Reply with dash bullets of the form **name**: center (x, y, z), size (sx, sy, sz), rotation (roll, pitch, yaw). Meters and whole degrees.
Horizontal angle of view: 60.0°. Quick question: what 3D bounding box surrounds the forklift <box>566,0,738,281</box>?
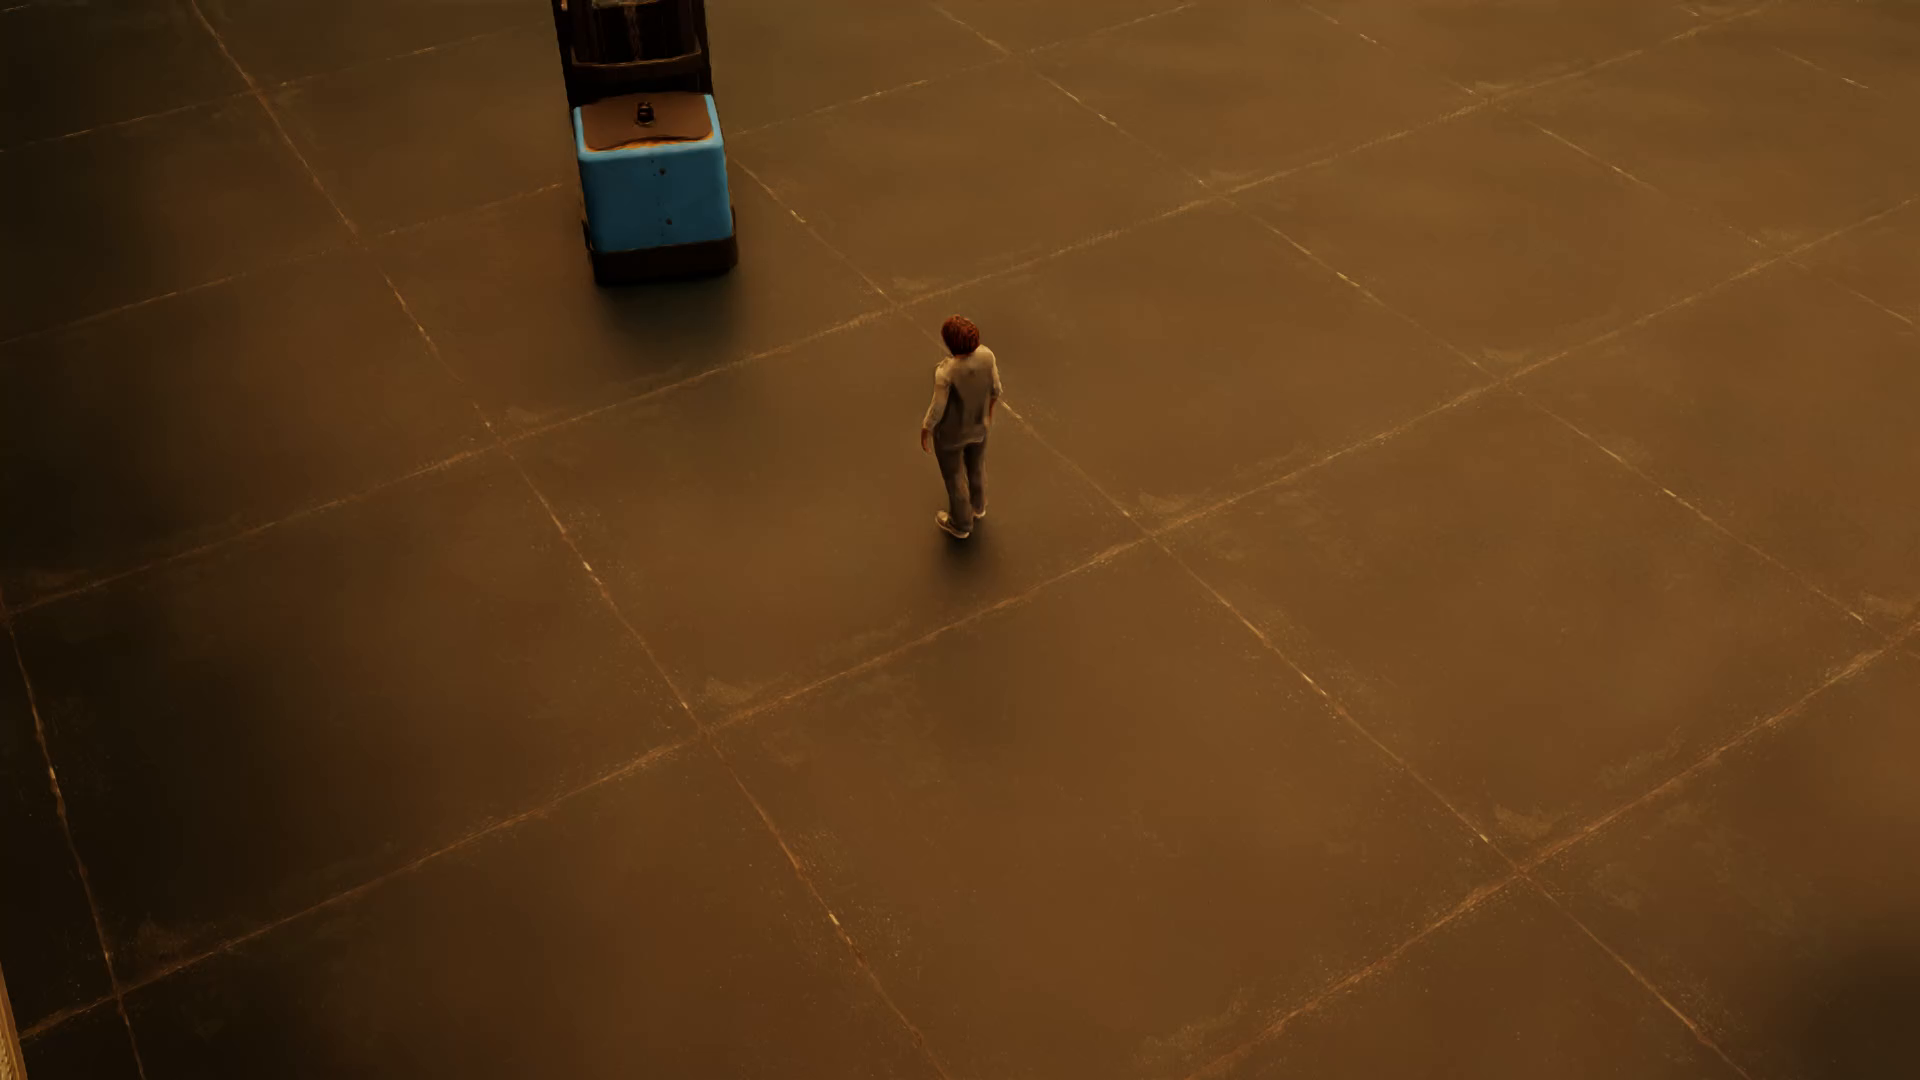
- **forklift**: center (-2.475, -3.976, 12.421), size (1.130, 2.935, 3.031), rotation (-8, 42, -9)

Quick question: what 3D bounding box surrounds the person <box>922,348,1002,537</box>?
- **person**: center (-0.031, -0.596, 9.676), size (0.521, 1.360, 0.463), rotation (-23, 46, -24)
